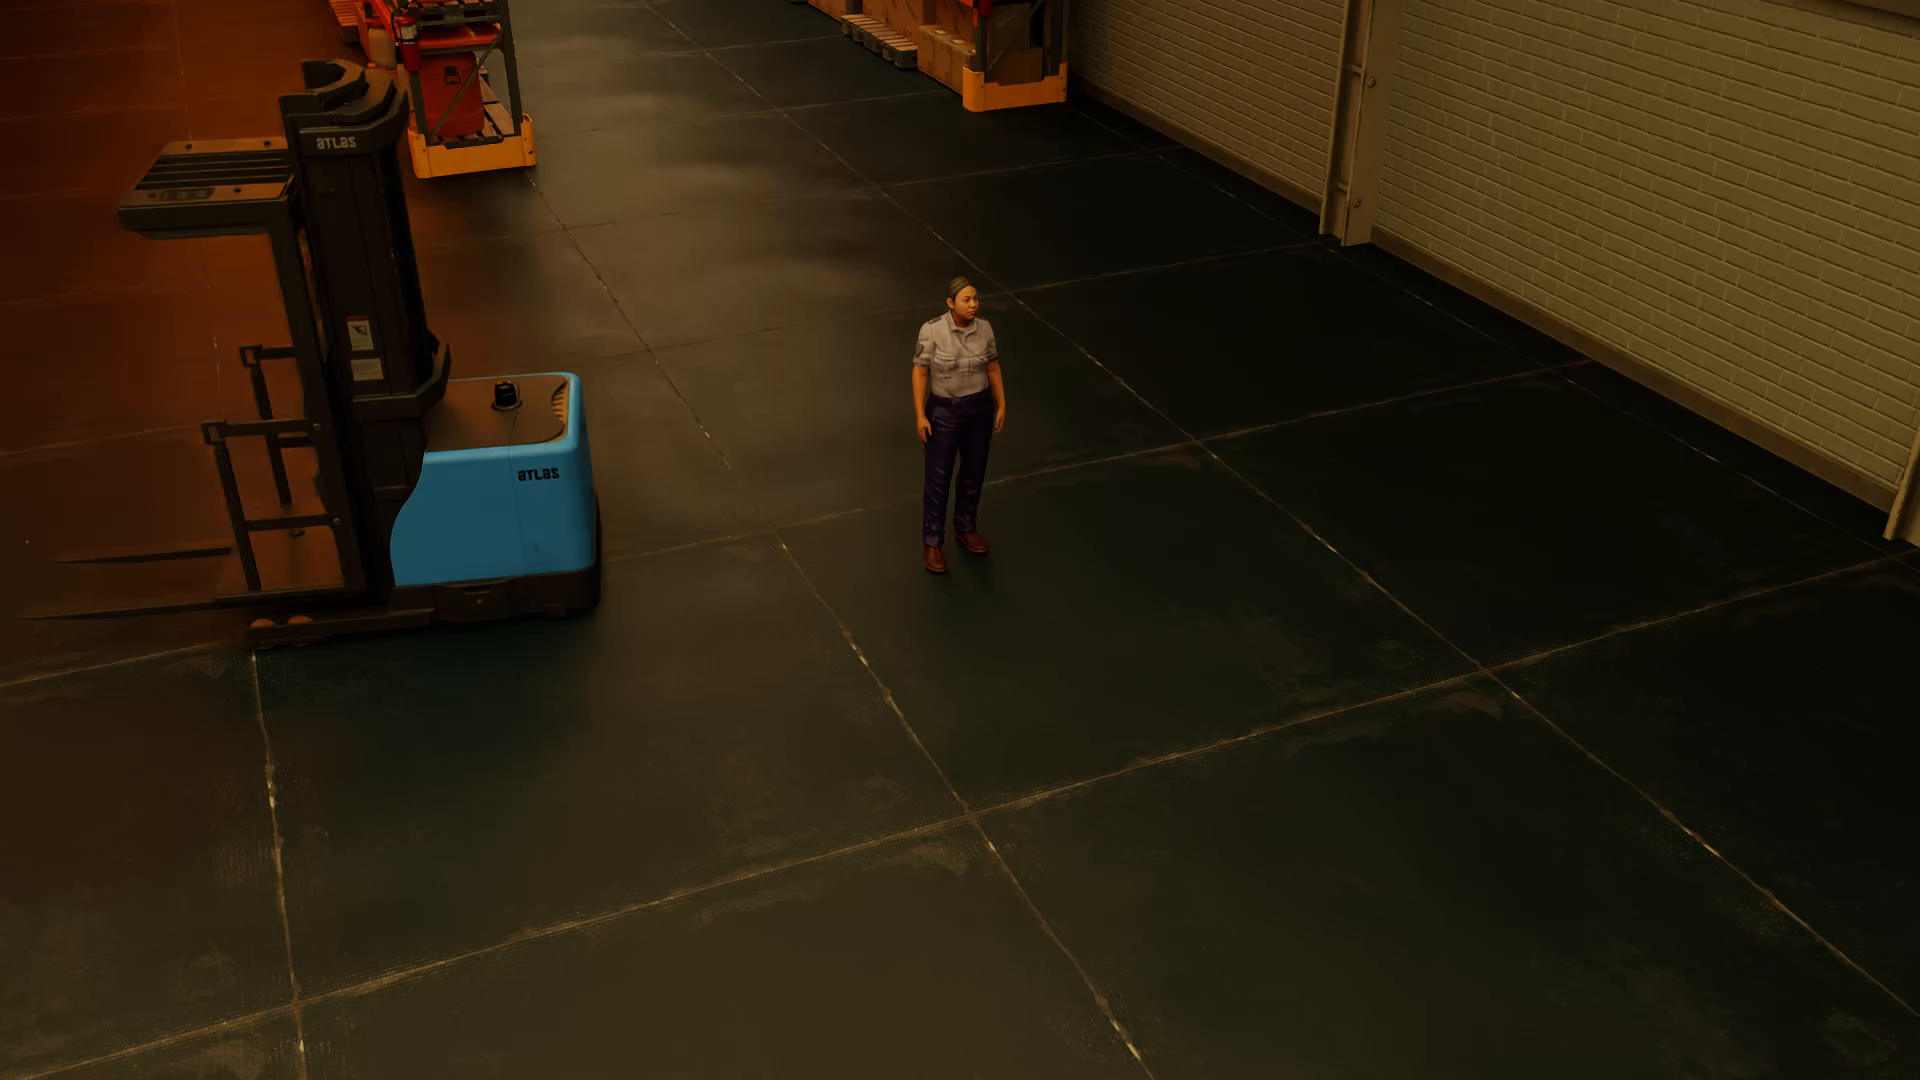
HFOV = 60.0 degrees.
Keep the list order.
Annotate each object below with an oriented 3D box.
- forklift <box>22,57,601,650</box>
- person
[{"bbox_3d":[-3.592,-0.960,8.798,3.031,2.935,1.130,-5,30,-9],"label":"forklift"},{"bbox_3d":[0.015,-0.677,9.581,0.598,1.651,0.503,-12,32,-20],"label":"person"}]
